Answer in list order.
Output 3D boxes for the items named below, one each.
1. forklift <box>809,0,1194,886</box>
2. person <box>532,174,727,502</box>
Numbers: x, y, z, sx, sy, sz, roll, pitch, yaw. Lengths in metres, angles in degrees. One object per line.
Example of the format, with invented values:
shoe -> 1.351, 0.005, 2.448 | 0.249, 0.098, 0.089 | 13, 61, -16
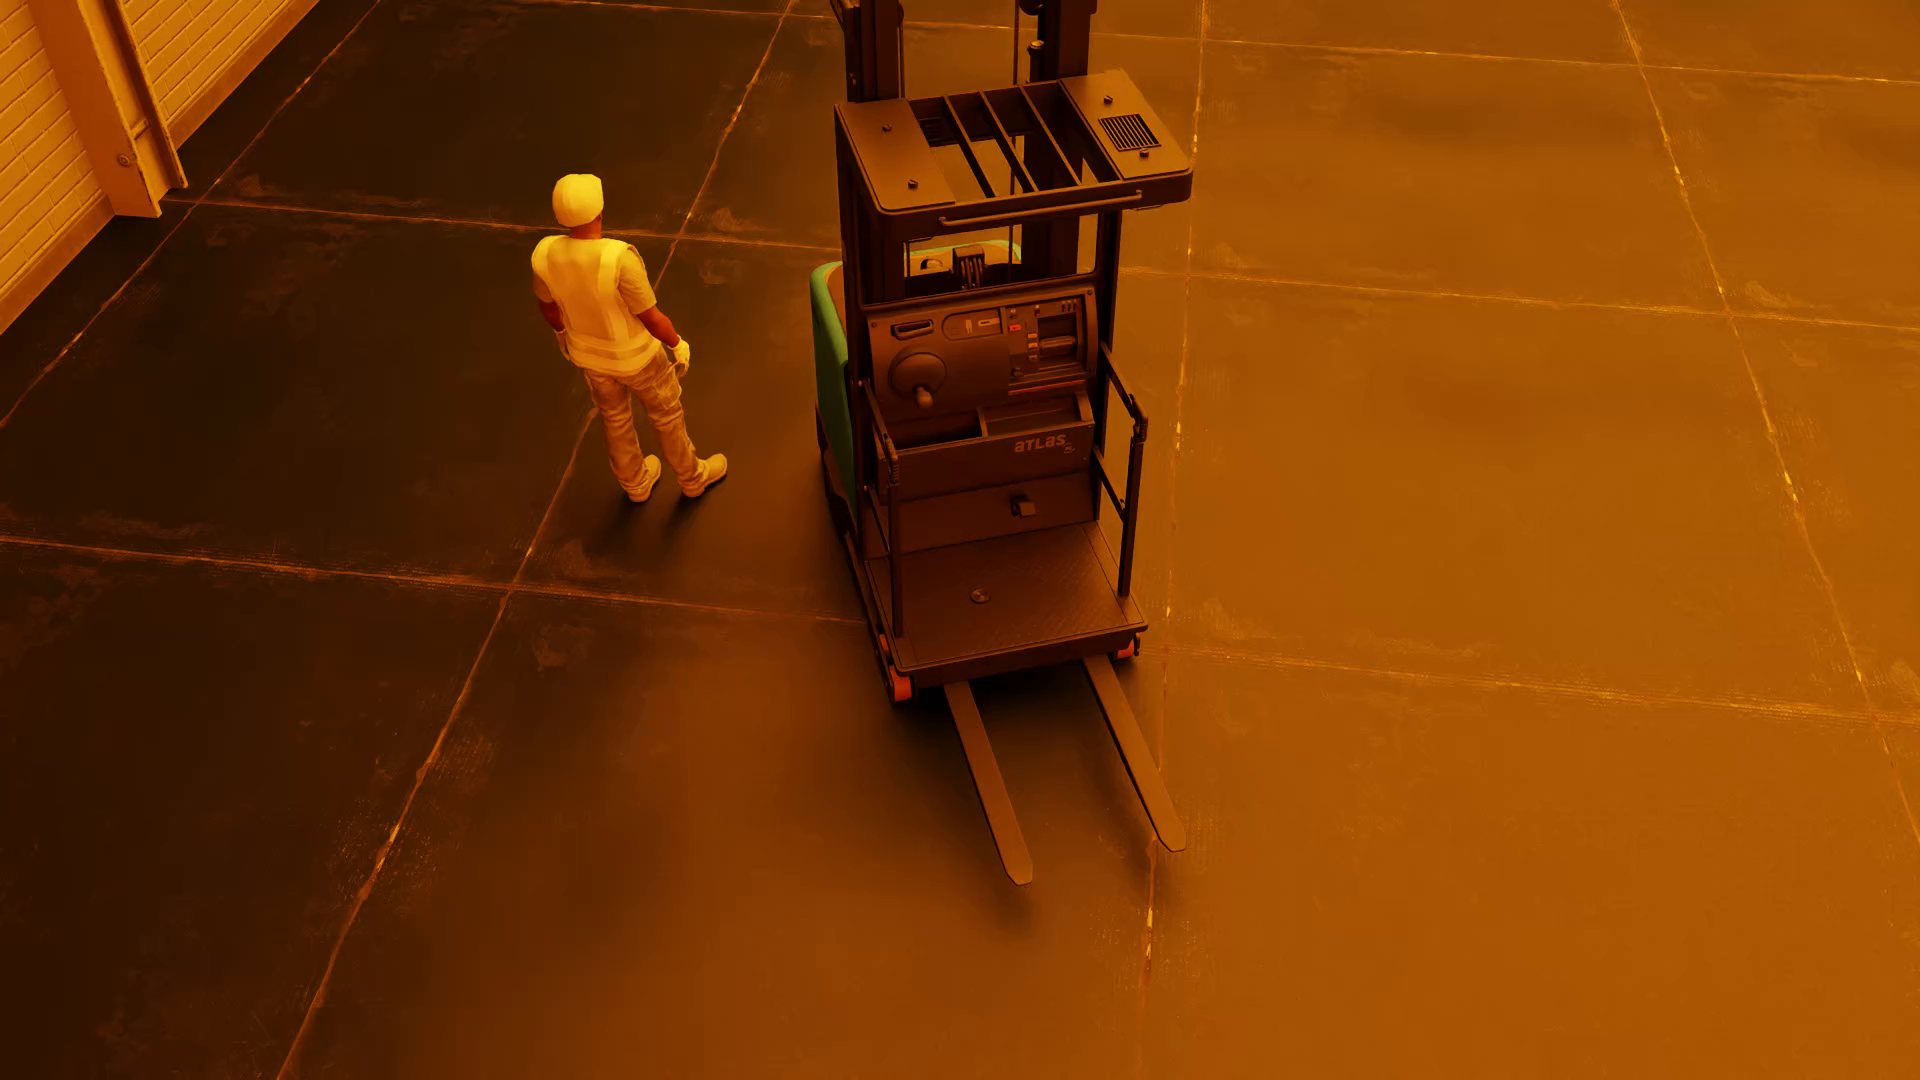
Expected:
forklift -> 0.153, -0.681, 6.465 | 1.130, 2.935, 3.031 | -10, 44, -11
person -> -1.521, -0.918, 7.561 | 0.656, 1.781, 0.577 | 13, 44, 14
